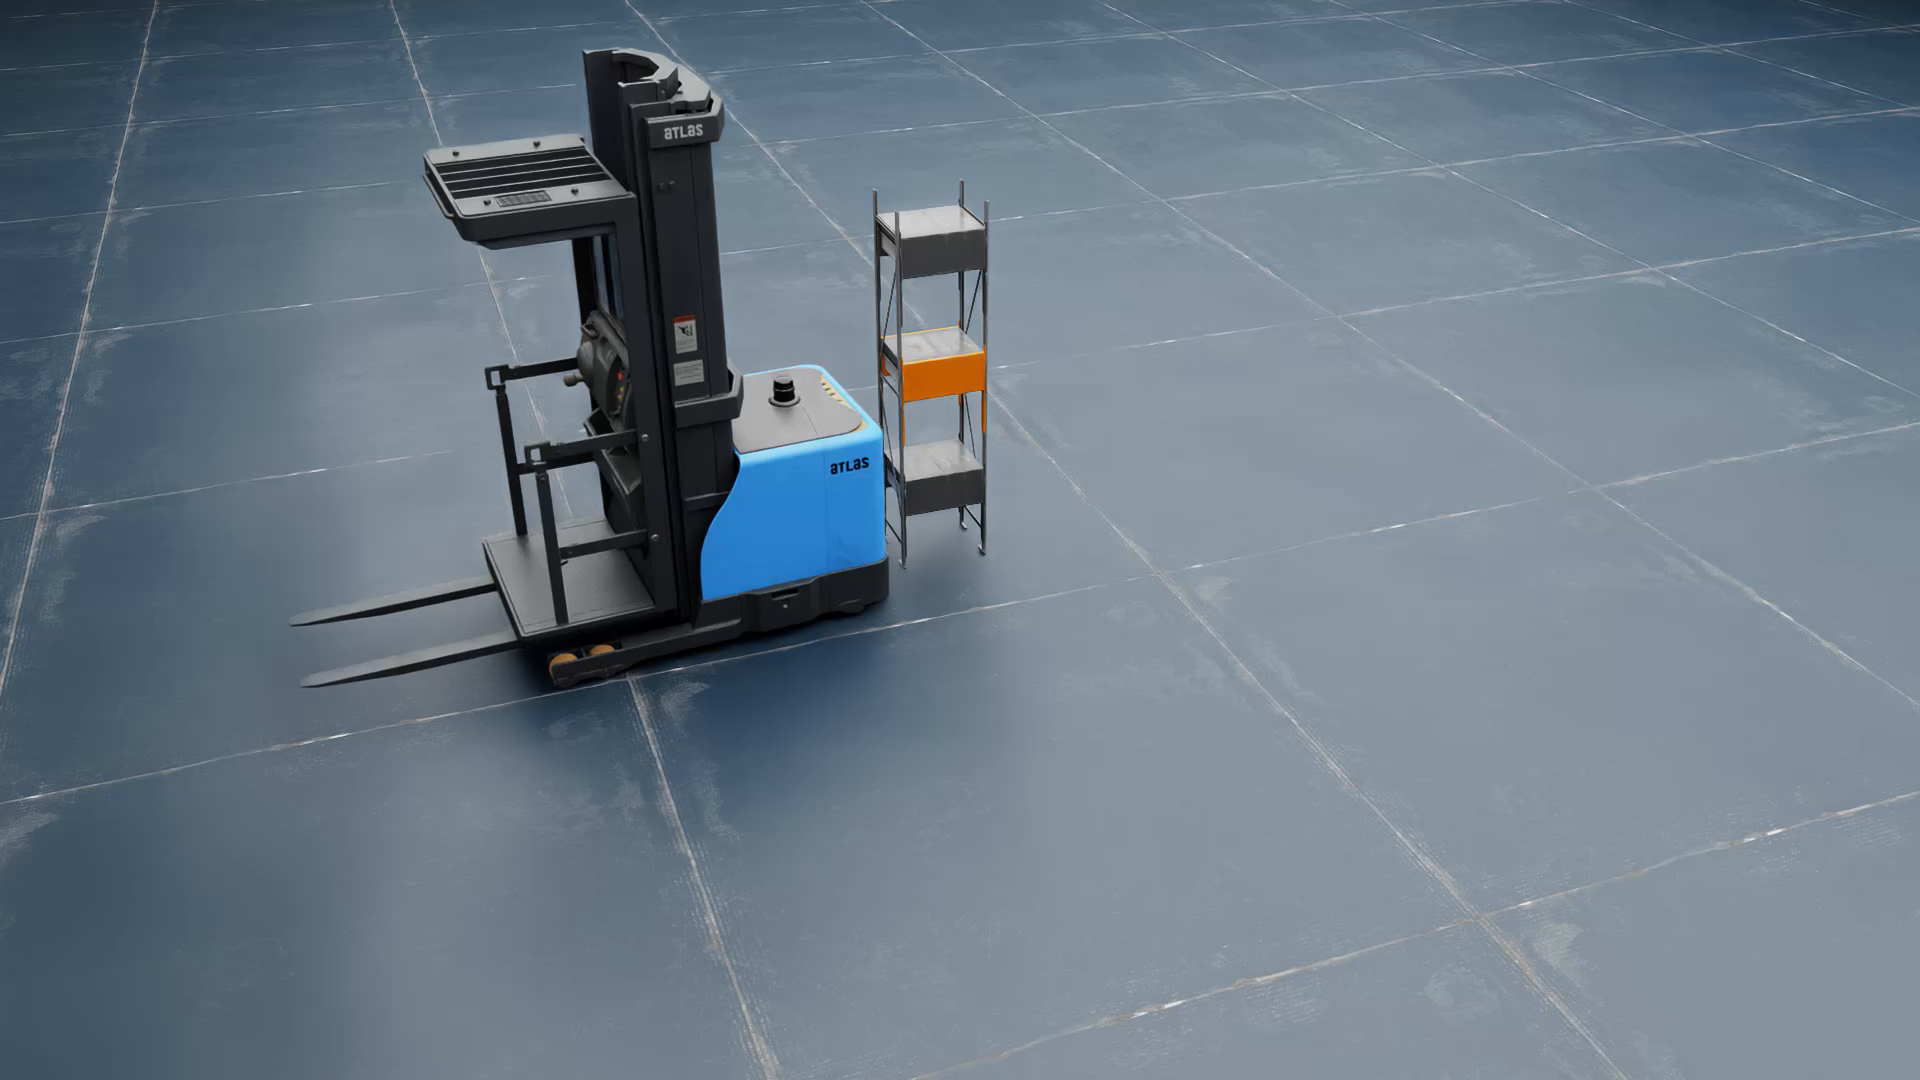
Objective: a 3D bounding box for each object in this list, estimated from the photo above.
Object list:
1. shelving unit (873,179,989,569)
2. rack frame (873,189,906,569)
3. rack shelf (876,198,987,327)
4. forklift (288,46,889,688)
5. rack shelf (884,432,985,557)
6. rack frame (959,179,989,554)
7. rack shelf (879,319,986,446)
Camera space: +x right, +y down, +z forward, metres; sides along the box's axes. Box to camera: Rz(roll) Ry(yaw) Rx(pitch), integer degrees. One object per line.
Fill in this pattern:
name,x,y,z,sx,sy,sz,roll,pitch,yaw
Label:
shelving unit,-0.155,-0.884,9.180,0.503,2.100,0.431,-10,31,-18
rack frame,-0.384,-0.842,9.106,0.015,2.100,0.400,-10,31,-18
rack shelf,-0.155,-1.480,8.840,0.480,0.518,0.431,-10,31,-18
forklift,-1.948,-0.826,8.240,3.031,2.935,1.130,-13,32,-21
rack shelf,-0.155,-0.264,9.533,0.480,0.518,0.431,-10,31,-18
rack frame,0.074,-0.926,9.254,0.015,2.100,0.400,-10,31,-18
rack shelf,-0.155,-0.872,9.187,0.480,0.518,0.431,-10,31,-18
